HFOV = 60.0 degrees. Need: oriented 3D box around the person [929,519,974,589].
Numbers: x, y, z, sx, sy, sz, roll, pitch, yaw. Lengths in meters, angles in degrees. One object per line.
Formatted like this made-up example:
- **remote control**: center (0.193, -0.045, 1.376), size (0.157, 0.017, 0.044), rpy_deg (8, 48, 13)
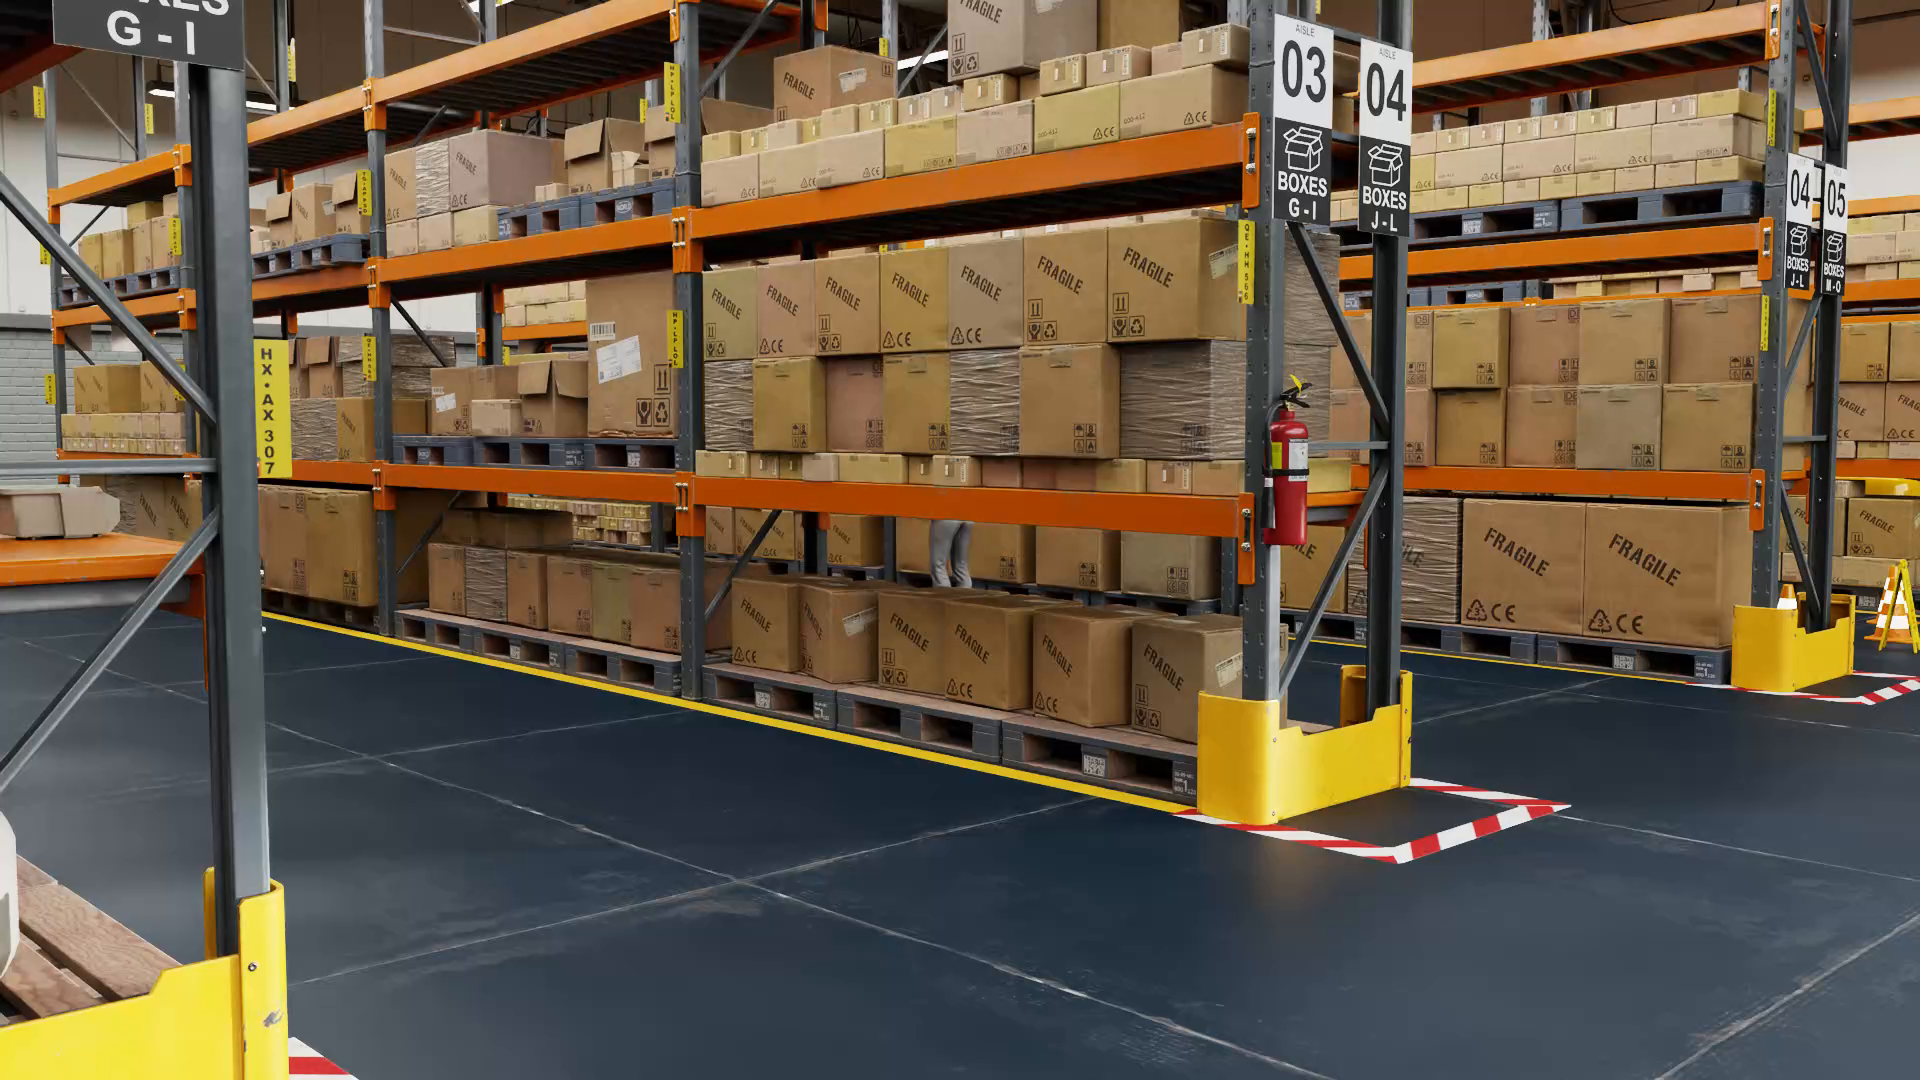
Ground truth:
- **person**: center (-0.117, -0.153, 13.024), size (0.460, 1.686, 0.564), rpy_deg (-4, 6, -43)
